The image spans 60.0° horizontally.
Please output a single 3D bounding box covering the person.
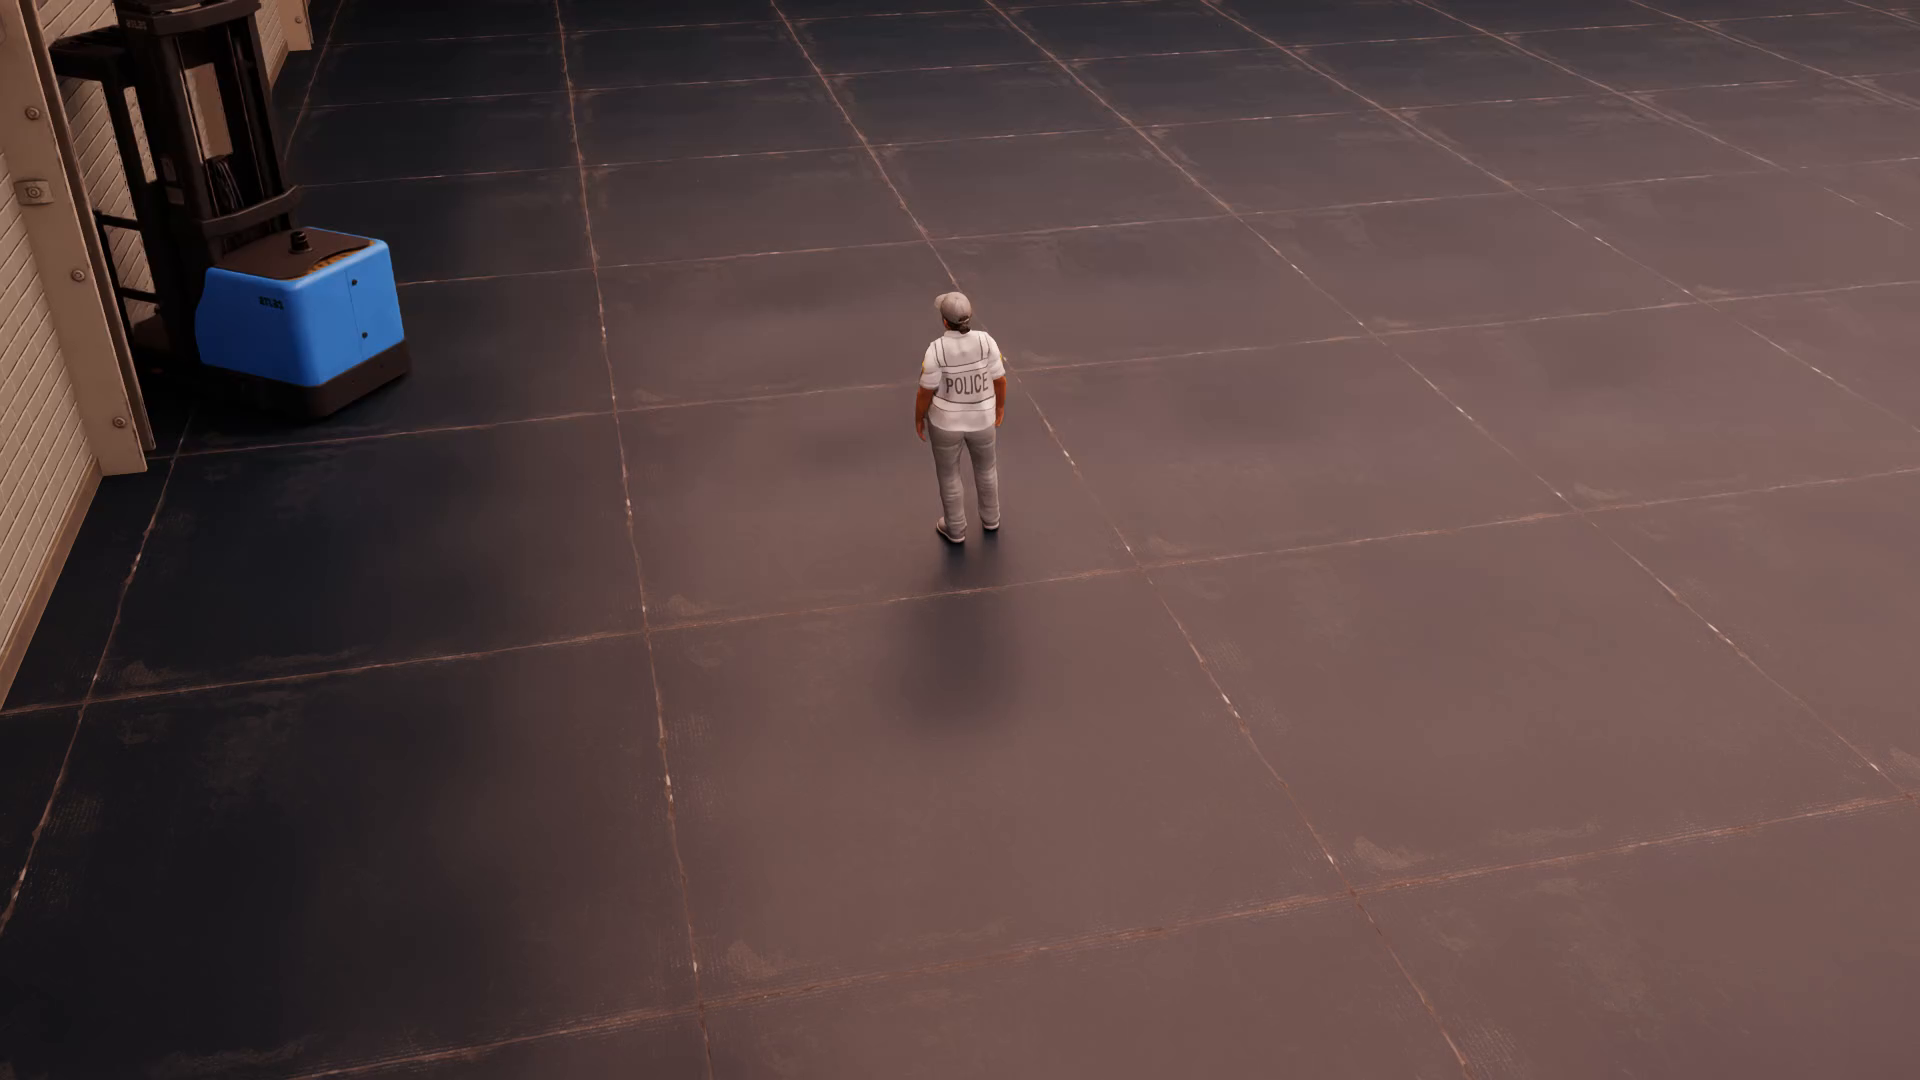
[{"bbox_3d":[0.005,-0.767,10.148,0.598,1.670,0.529,-7,31,-12],"label":"person"}]

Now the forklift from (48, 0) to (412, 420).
[{"bbox_3d":[-5.720,-2.612,12.087,3.031,2.935,1.130,13,32,21],"label":"forklift"}]
